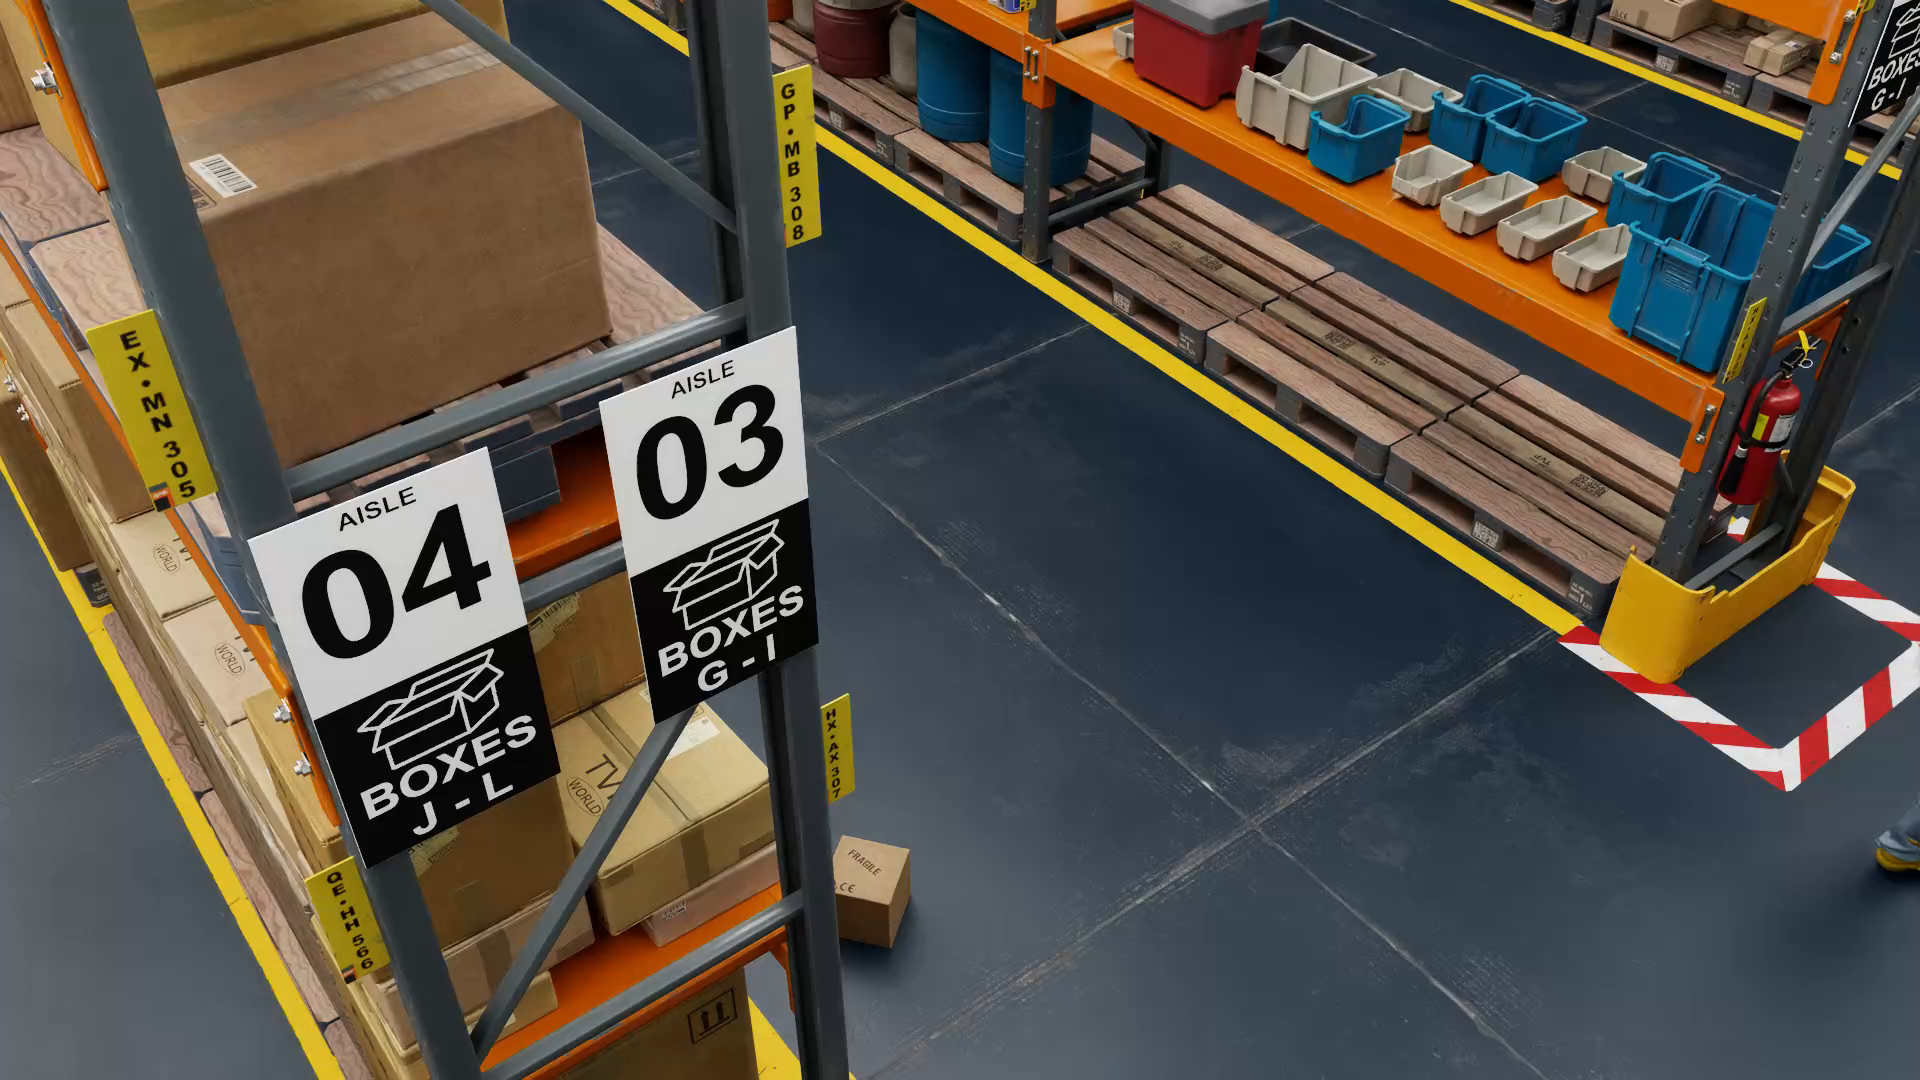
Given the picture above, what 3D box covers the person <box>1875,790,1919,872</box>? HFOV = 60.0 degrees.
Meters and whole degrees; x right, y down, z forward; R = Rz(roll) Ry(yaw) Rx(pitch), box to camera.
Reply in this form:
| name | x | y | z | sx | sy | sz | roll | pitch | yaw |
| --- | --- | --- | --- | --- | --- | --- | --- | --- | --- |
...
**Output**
| name | x | y | z | sx | sy | sz | roll | pitch | yaw |
| --- | --- | --- | --- | --- | --- | --- | --- | --- | --- |
| person | 3.671 | 0.477 | 5.592 | 0.739 | 1.815 | 0.621 | -8 | 41 | -9 |
